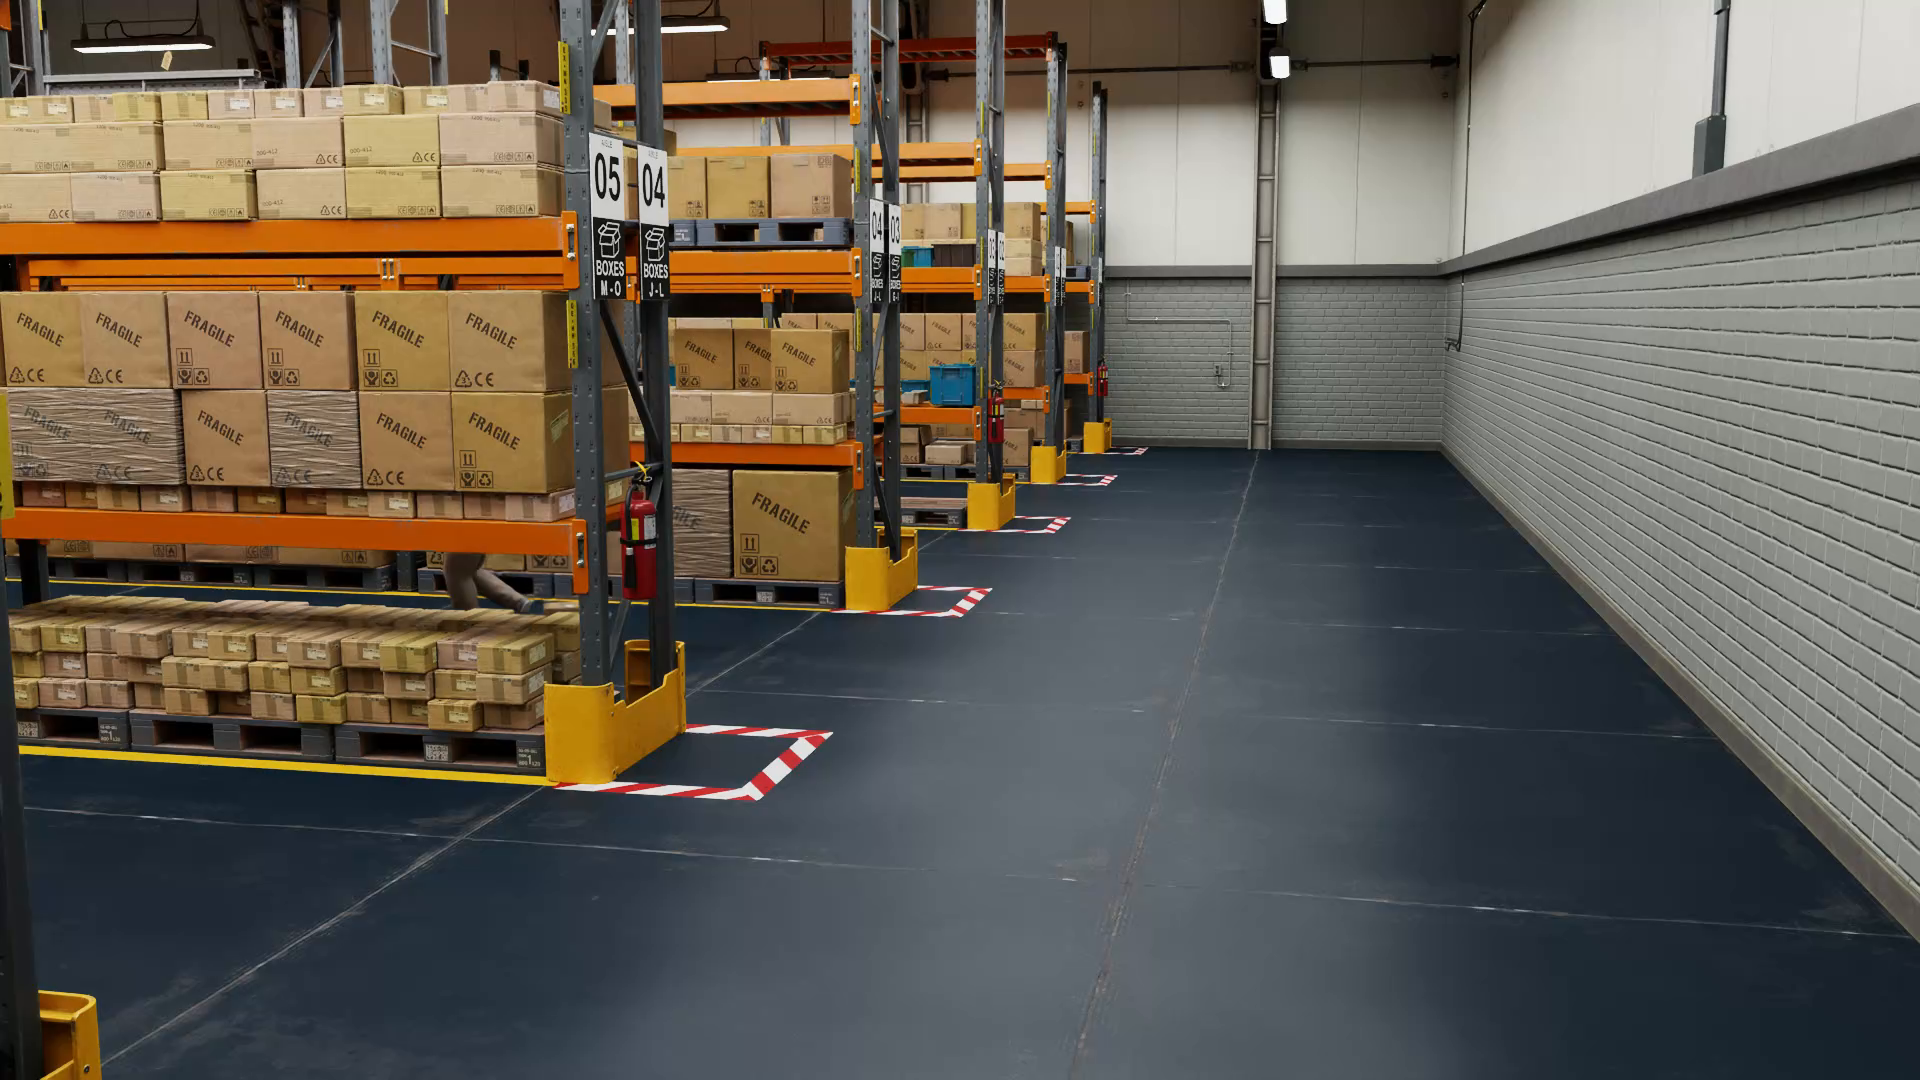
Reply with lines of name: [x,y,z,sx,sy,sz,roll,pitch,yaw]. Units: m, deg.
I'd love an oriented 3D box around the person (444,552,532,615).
person: [-3.335,-0.107,11.514,0.646,1.707,0.539,0,8,-3]
